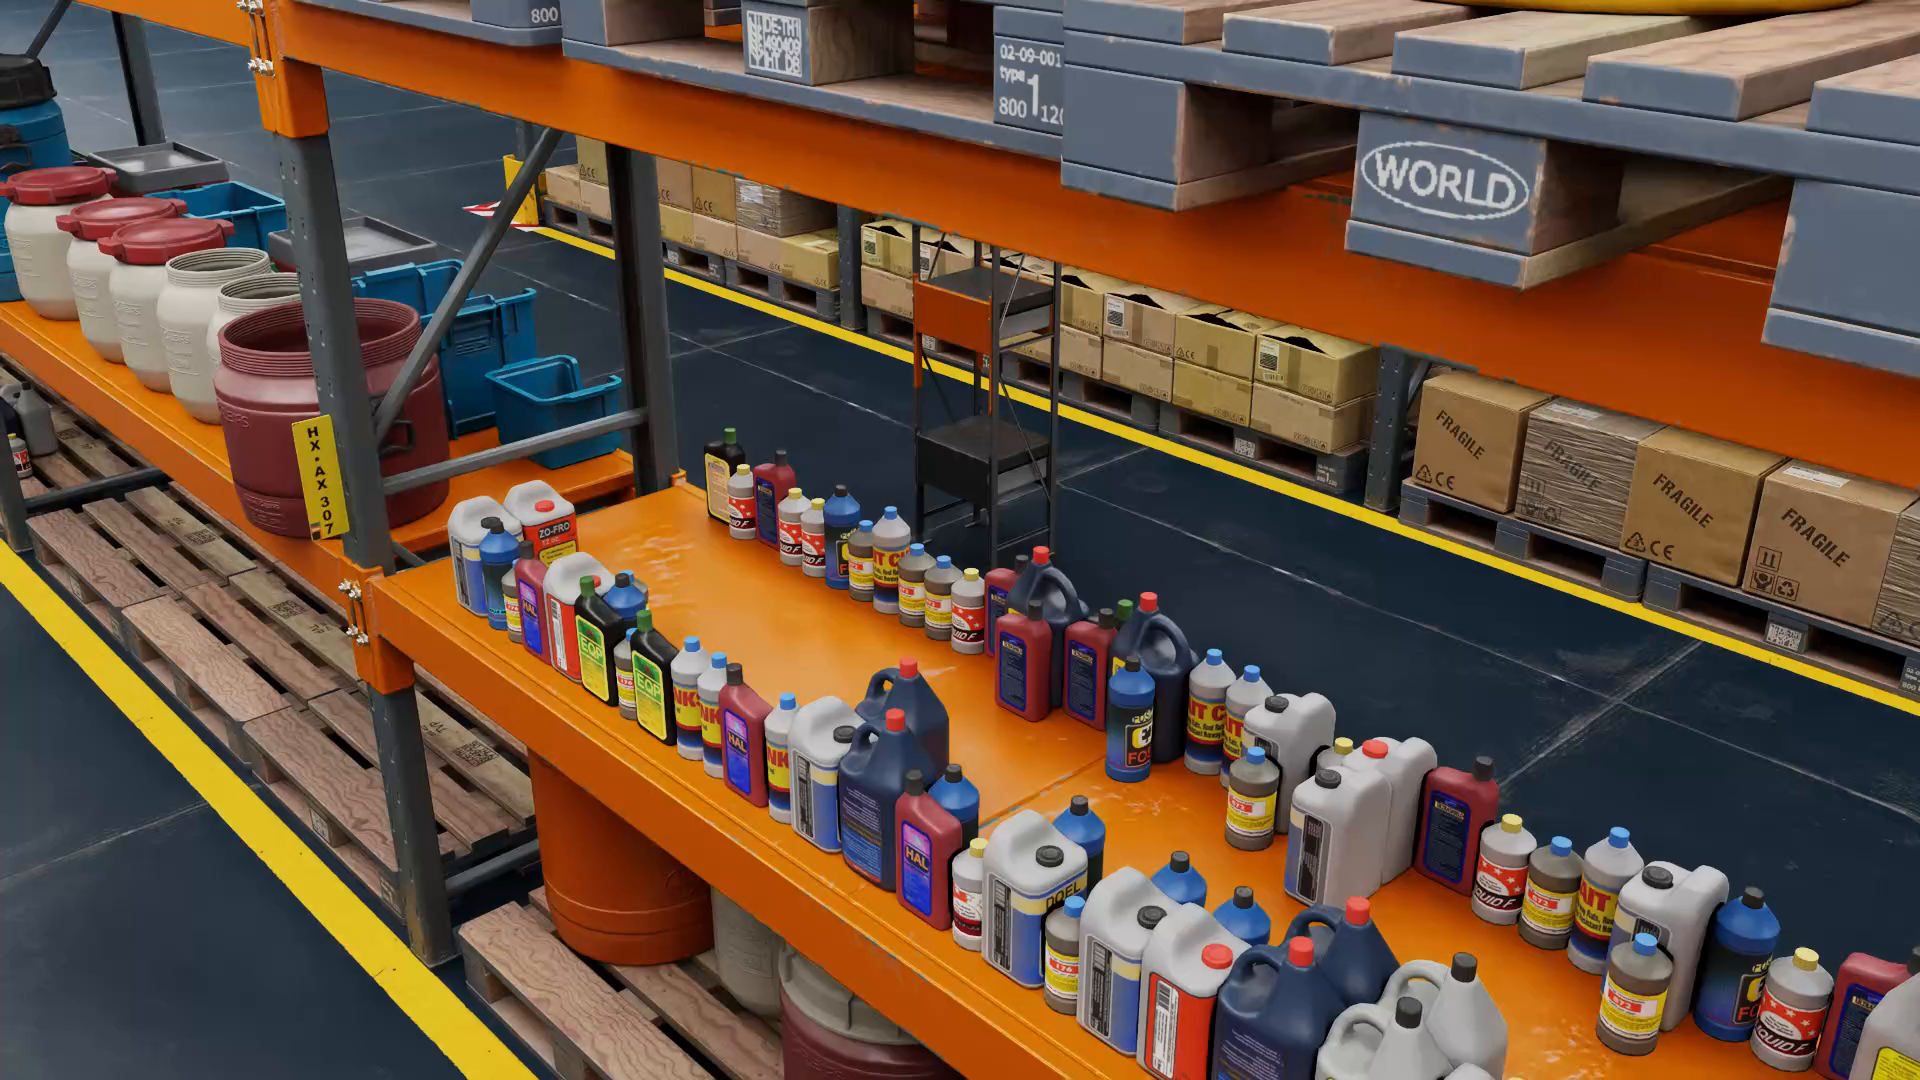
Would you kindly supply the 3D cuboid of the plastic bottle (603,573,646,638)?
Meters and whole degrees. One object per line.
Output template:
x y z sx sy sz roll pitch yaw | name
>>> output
-0.770 0.205 3.842 0.097 0.271 0.097 0 25 0 | plastic bottle

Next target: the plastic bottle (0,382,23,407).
-4.675 -0.636 8.282 0.152 0.276 0.135 -21 32 -38 | plastic bottle

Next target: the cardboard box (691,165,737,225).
-1.520 -2.523 11.570 0.500 0.500 0.500 -21 32 -38 | cardboard box

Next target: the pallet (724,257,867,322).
-0.878 -1.843 11.534 1.003 0.211 1.213 -21 32 -38 | pallet

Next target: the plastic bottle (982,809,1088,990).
0.134 0.624 2.918 0.152 0.276 0.135 -21 32 -38 | plastic bottle

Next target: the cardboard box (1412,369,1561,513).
2.471 -0.490 7.692 0.500 0.500 0.500 -20 31 -36 | cardboard box

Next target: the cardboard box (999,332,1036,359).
0.434 -1.294 9.780 0.500 0.250 0.500 -22 33 -40 | cardboard box

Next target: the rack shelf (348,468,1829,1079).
0.117 0.691 3.488 1.077 0.370 4.000 -21 32 -38 | rack shelf

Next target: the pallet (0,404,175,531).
-4.412 -0.401 8.374 1.003 0.211 1.213 -21 32 -38 | pallet

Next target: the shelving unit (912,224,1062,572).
0.113 -0.905 7.204 0.431 2.100 0.503 -21 32 -38 | shelving unit

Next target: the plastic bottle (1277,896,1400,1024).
0.596 0.709 2.640 0.144 0.351 0.185 -21 32 -38 | plastic bottle

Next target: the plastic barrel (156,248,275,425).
-2.397 -0.672 5.474 0.421 0.512 0.421 0 25 0 | plastic barrel

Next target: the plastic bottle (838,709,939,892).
-0.136 0.473 3.160 0.144 0.351 0.185 -21 32 -38 | plastic bottle

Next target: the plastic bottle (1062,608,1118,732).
0.292 0.272 3.680 0.061 0.283 0.133 -21 32 -38 | plastic bottle

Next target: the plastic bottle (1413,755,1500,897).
0.938 0.521 3.134 0.061 0.283 0.133 -21 32 -38 | plastic bottle

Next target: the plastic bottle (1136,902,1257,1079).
0.384 0.735 2.675 0.152 0.276 0.135 -21 32 -38 | plastic bottle

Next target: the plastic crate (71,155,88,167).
-4.249 -1.621 7.763 0.767 0.338 0.504 -21 32 -38 | plastic crate

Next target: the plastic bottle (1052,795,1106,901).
0.212 0.585 3.009 0.097 0.271 0.097 0 25 0 | plastic bottle

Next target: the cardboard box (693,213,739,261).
-1.529 -2.178 11.718 0.500 0.250 0.500 -21 32 -38 | cardboard box

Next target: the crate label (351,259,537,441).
-1.731 -0.636 5.488 0.502 0.435 0.616 -21 32 -38 | crate label

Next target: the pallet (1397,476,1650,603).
2.851 -0.141 7.804 1.003 0.211 1.213 -21 32 -38 | pallet

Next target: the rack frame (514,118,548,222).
-3.099 -4.070 13.058 1.000 3.000 0.127 -21 32 -38 | rack frame

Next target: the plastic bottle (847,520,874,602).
-0.239 0.048 4.270 0.097 0.201 0.097 0 25 0 | plastic bottle

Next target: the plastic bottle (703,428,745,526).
-0.662 -0.188 4.688 0.061 0.283 0.133 -21 32 -38 | plastic bottle

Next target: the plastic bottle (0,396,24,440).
-4.634 -0.563 8.031 0.144 0.351 0.185 -22 33 -40 | plastic bottle

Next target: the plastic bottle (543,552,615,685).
-0.874 0.177 3.897 0.152 0.276 0.135 -21 32 -38 | plastic bottle

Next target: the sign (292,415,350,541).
-1.647 -0.158 4.287 0.100 0.325 0.005 -21 32 -38 | sign

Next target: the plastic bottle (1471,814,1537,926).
1.003 0.599 3.063 0.097 0.201 0.097 0 25 0 | plastic bottle

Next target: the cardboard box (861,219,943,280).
-0.265 -1.858 10.339 0.500 0.311 0.500 -21 32 -38 | cardboard box

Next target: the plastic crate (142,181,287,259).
-3.003 -1.201 6.788 0.392 0.384 0.575 -21 32 -38 | plastic crate

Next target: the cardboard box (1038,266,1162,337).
0.787 -1.392 9.319 0.500 0.311 0.500 -20 31 -37 | cardboard box

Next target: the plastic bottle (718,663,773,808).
-0.433 0.397 3.407 0.061 0.283 0.133 -21 32 -38 | plastic bottle

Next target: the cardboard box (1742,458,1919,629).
3.533 -0.023 6.669 0.500 0.500 0.500 22 33 40 | cardboard box

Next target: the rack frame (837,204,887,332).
-0.365 -2.858 10.401 1.000 3.000 0.127 -21 32 -38 | rack frame

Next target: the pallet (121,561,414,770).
-2.581 0.411 6.595 1.003 0.211 1.213 -21 32 -38 | pallet

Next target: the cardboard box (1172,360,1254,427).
1.476 -0.832 8.766 0.500 0.250 0.500 -22 32 -39 | cardboard box

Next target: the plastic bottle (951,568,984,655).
0.027 0.166 4.011 0.097 0.201 0.097 0 25 0 | plastic bottle

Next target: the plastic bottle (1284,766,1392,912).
0.702 0.540 3.101 0.152 0.276 0.135 -21 32 -38 | plastic bottle

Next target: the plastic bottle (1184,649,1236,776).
0.529 0.357 3.509 0.097 0.271 0.097 0 25 0 | plastic bottle

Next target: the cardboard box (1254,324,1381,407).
1.831 -0.930 8.307 0.500 0.311 0.500 -20 31 -37 | cardboard box

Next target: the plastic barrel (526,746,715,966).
-0.903 0.697 4.716 0.600 0.830 0.708 -21 32 -38 | plastic barrel

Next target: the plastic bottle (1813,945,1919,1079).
1.454 0.750 2.632 0.061 0.283 0.133 -21 32 -38 | plastic bottle

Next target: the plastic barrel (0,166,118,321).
-3.490 -1.164 6.524 0.433 0.535 0.433 0 25 0 | plastic barrel

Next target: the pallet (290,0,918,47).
-0.798 -1.262 3.515 1.003 0.211 1.213 -21 32 -38 | pallet

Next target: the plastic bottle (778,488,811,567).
-0.439 -0.040 4.464 0.097 0.201 0.097 0 25 0 | plastic bottle

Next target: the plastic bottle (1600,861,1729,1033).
1.196 0.667 2.824 0.152 0.276 0.135 -21 32 -38 | plastic bottle

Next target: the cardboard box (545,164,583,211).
-2.895 -2.785 13.047 0.500 0.250 0.500 -21 32 -38 | cardboard box

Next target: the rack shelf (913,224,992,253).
0.113 -1.530 6.919 0.431 0.518 0.480 -21 32 -38 | rack shelf

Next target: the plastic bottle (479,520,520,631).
-1.131 0.082 4.112 0.097 0.271 0.097 0 25 0 | plastic bottle

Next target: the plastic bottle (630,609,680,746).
-0.658 0.297 3.625 0.061 0.283 0.133 -21 32 -38 | plastic bottle

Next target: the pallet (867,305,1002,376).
0.167 -1.378 10.515 1.003 0.211 1.213 -21 32 -38 | pallet

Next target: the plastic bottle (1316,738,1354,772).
0.754 0.488 3.305 0.097 0.201 0.097 0 25 0 | plastic bottle

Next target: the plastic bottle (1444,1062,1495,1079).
0.729 0.888 2.340 0.152 0.276 0.135 -21 32 -38 | plastic bottle
